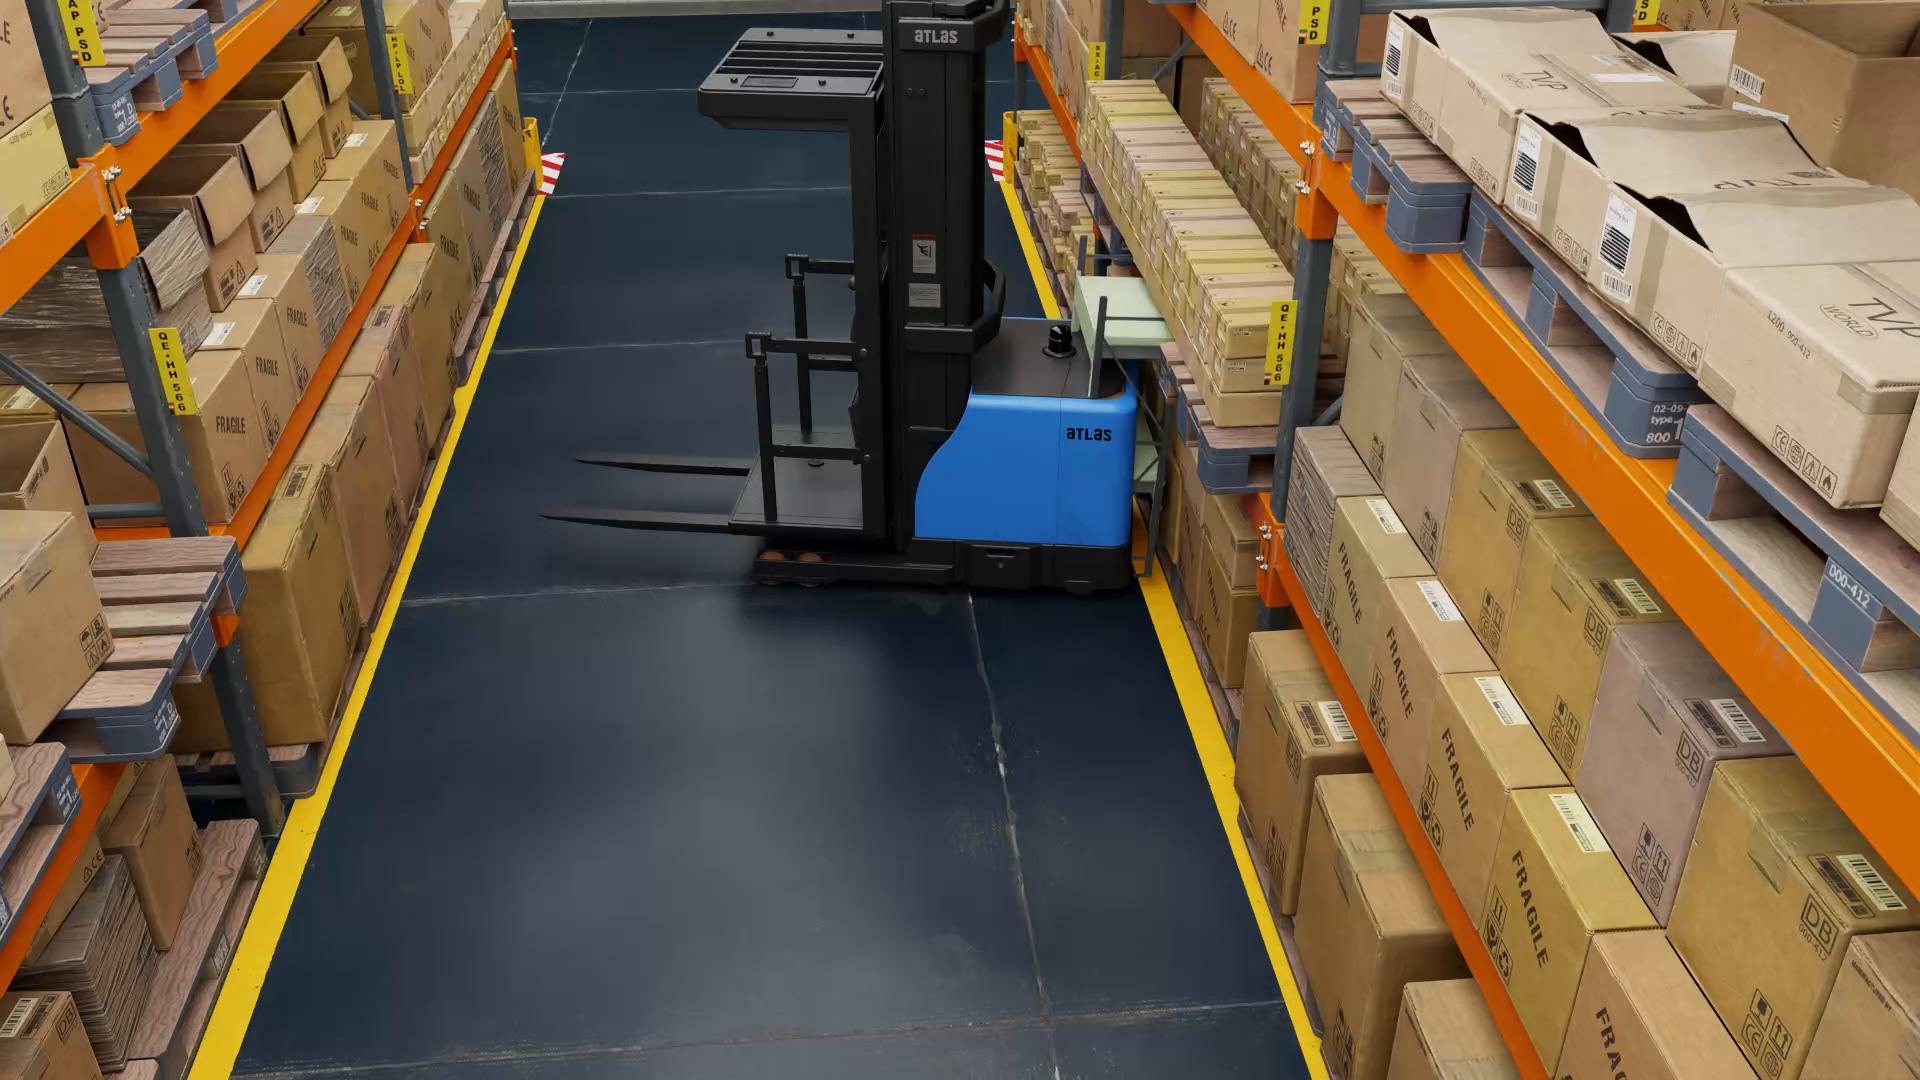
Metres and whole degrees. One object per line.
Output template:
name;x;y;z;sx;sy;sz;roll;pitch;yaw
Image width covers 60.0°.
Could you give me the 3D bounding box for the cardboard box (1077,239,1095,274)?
cardboard box;0.960;-1.824;10.668;0.380;0.149;0.250;-2;31;-4

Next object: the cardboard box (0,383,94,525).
cardboard box;-3.551;-0.369;6.345;0.500;0.500;0.500;-2;31;-3

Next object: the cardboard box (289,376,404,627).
cardboard box;-3.378;-0.163;7.760;1.225;0.875;0.875;-3;31;-4

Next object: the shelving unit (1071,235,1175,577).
shelving unit;0.772;-0.652;8.218;0.431;1.500;0.755;1;32;-4

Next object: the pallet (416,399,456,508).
pallet;-3.485;-0.541;9.449;1.003;0.211;1.213;-3;31;-5

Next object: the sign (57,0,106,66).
sign;-2.718;-1.621;5.109;0.100;0.325;0.005;-3;31;-5

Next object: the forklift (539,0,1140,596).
forklift;-0.622;-1.290;8.051;3.031;2.935;1.130;3;31;5

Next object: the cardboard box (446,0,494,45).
cardboard box;-3.649;-3.740;11.942;0.500;0.250;0.500;-3;31;-5

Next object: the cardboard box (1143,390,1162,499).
cardboard box;1.234;-0.494;8.681;0.500;0.500;0.500;-2;31;-4

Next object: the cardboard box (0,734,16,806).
cardboard box;-2.833;0.630;4.492;0.396;0.266;0.258;-4;31;-6

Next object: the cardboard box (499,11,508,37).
cardboard box;-3.644;-3.896;12.593;0.380;0.149;0.250;-2;31;-4

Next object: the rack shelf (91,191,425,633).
rack shelf;-3.445;-0.798;7.863;1.077;0.370;4.000;-3;31;-5

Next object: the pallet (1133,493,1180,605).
pallet;1.507;-0.095;8.704;1.003;0.211;1.213;-3;31;-5

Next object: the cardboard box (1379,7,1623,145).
cardboard box;1.538;-1.365;4.764;0.500;0.311;0.500;-3;31;-5

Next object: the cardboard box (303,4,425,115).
cardboard box;-3.422;-2.770;9.587;0.500;0.500;0.500;-3;31;-5

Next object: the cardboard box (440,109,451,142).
cardboard box;-3.404;-2.590;10.406;0.380;0.149;0.250;-4;31;-6

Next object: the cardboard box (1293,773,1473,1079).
cardboard box;1.742;1.275;5.475;1.050;0.750;0.750;-2;31;-4

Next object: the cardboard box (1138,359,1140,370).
cardboard box;1.174;-1.082;8.932;0.500;0.250;0.500;-2;31;-3

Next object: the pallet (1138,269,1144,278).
pallet;1.464;-1.198;8.018;1.003;0.211;1.213;-3;31;-5

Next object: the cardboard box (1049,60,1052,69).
cardboard box;0.839;-3.407;11.773;0.380;0.149;0.250;-3;31;-6

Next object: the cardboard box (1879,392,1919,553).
cardboard box;1.838;-0.029;2.588;0.500;0.250;0.500;-2;31;-4

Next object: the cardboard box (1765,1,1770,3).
cardboard box;5.822;-3.389;11.401;0.500;0.500;0.500;-3;31;-5

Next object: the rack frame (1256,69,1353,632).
rack frame;1.690;-0.272;6.280;1.000;3.000;0.127;-3;31;-5

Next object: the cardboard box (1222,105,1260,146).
cardboard box;1.596;-2.177;8.725;0.380;0.149;0.250;-4;31;-6

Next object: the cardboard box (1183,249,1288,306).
cardboard box;1.142;-1.090;6.905;0.380;0.149;0.250;-2;31;-3

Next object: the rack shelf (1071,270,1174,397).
rack shelf;0.791;-0.983;8.012;0.431;0.370;0.720;1;32;-4

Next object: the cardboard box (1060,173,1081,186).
cardboard box;0.914;-2.490;11.783;0.380;0.149;0.250;-3;31;-4

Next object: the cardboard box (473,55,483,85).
cardboard box;-3.523;-3.243;11.499;0.380;0.149;0.250;-3;31;-4

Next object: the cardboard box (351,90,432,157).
cardboard box;-3.415;-2.444;9.772;0.500;0.250;0.500;-3;31;-5

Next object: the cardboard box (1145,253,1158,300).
cardboard box;1.071;-1.229;7.718;0.380;0.149;0.250;-2;31;-3

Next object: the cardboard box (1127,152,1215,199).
cardboard box;1.017;-1.759;8.025;0.380;0.149;0.250;-2;31;-3

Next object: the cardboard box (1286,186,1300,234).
cardboard box;1.715;-1.516;7.618;0.380;0.149;0.250;-2;31;-3

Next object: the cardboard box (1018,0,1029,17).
cardboard box;0.709;-4.285;12.610;0.500;0.500;0.500;-1;31;-2

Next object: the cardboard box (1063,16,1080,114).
cardboard box;0.942;-2.983;10.432;0.500;0.500;0.500;-4;31;-6

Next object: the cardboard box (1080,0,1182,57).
cardboard box;1.003;-3.141;9.721;0.500;0.500;0.500;-4;31;-6

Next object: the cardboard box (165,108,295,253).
cardboard box;-3.438;-1.608;7.442;0.797;0.503;0.637;-2;31;-3

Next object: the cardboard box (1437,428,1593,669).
cardboard box;1.820;0.006;4.743;0.700;0.500;0.500;-3;31;-5

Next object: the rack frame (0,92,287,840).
rack frame;-3.258;-0.086;5.969;1.000;3.000;0.127;-3;31;-5

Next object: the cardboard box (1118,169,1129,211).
cardboard box;0.998;-1.757;8.311;0.380;0.149;0.250;-2;31;-3

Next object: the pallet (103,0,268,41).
pallet;-3.479;-2.190;6.750;1.003;0.211;1.213;-1;31;-2

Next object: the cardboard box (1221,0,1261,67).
cardboard box;1.324;-2.137;6.379;0.500;0.500;0.500;-3;31;-5

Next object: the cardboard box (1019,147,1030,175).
cardboard box;0.672;-3.030;13.268;0.380;0.149;0.250;-2;31;-4

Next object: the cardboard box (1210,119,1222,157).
cardboard box;1.575;-2.186;9.030;0.380;0.149;0.250;-3;31;-4

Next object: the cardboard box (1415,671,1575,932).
cardboard box;1.604;0.699;4.558;0.500;0.500;0.500;-3;31;-5

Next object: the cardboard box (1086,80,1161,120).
cardboard box;0.895;-2.419;9.130;0.380;0.149;0.250;-1;31;-2

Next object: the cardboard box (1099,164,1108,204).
cardboard box;0.946;-1.894;8.832;0.380;0.149;0.250;-3;31;-4

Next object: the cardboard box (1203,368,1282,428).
cardboard box;1.186;-0.574;6.622;0.380;0.149;0.250;-2;31;-4

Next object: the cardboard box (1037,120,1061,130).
cardboard box;0.798;-3.149;12.888;0.380;0.149;0.250;-2;31;-4

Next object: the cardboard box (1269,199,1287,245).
cardboard box;1.693;-1.523;7.921;0.380;0.149;0.250;-2;31;-3

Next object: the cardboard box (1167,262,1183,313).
cardboard box;1.113;-1.101;7.213;0.380;0.149;0.250;-3;31;-4

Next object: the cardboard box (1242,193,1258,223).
cardboard box;1.651;-1.664;8.446;0.380;0.149;0.250;-4;31;-7

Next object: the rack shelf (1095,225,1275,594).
rack shelf;1.503;-0.984;8.174;1.077;0.370;4.000;-3;31;-5

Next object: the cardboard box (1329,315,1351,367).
cardboard box;1.798;-0.857;7.095;0.380;0.149;0.250;-1;31;-2

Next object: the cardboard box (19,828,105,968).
cardboard box;-3.106;1.087;5.282;0.500;0.250;0.500;1;31;1

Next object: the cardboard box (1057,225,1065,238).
cardboard box;0.886;-2.119;11.743;0.380;0.149;0.250;-2;31;-4

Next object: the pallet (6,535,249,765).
pallet;-3.085;0.355;5.417;1.213;0.211;1.003;-3;31;-5

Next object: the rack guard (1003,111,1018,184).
rack guard;0.949;-3.244;13.694;1.175;0.500;0.348;-3;31;-5

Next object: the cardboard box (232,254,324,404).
cardboard box;-3.134;-0.915;7.259;0.500;0.500;0.500;-3;31;-5
